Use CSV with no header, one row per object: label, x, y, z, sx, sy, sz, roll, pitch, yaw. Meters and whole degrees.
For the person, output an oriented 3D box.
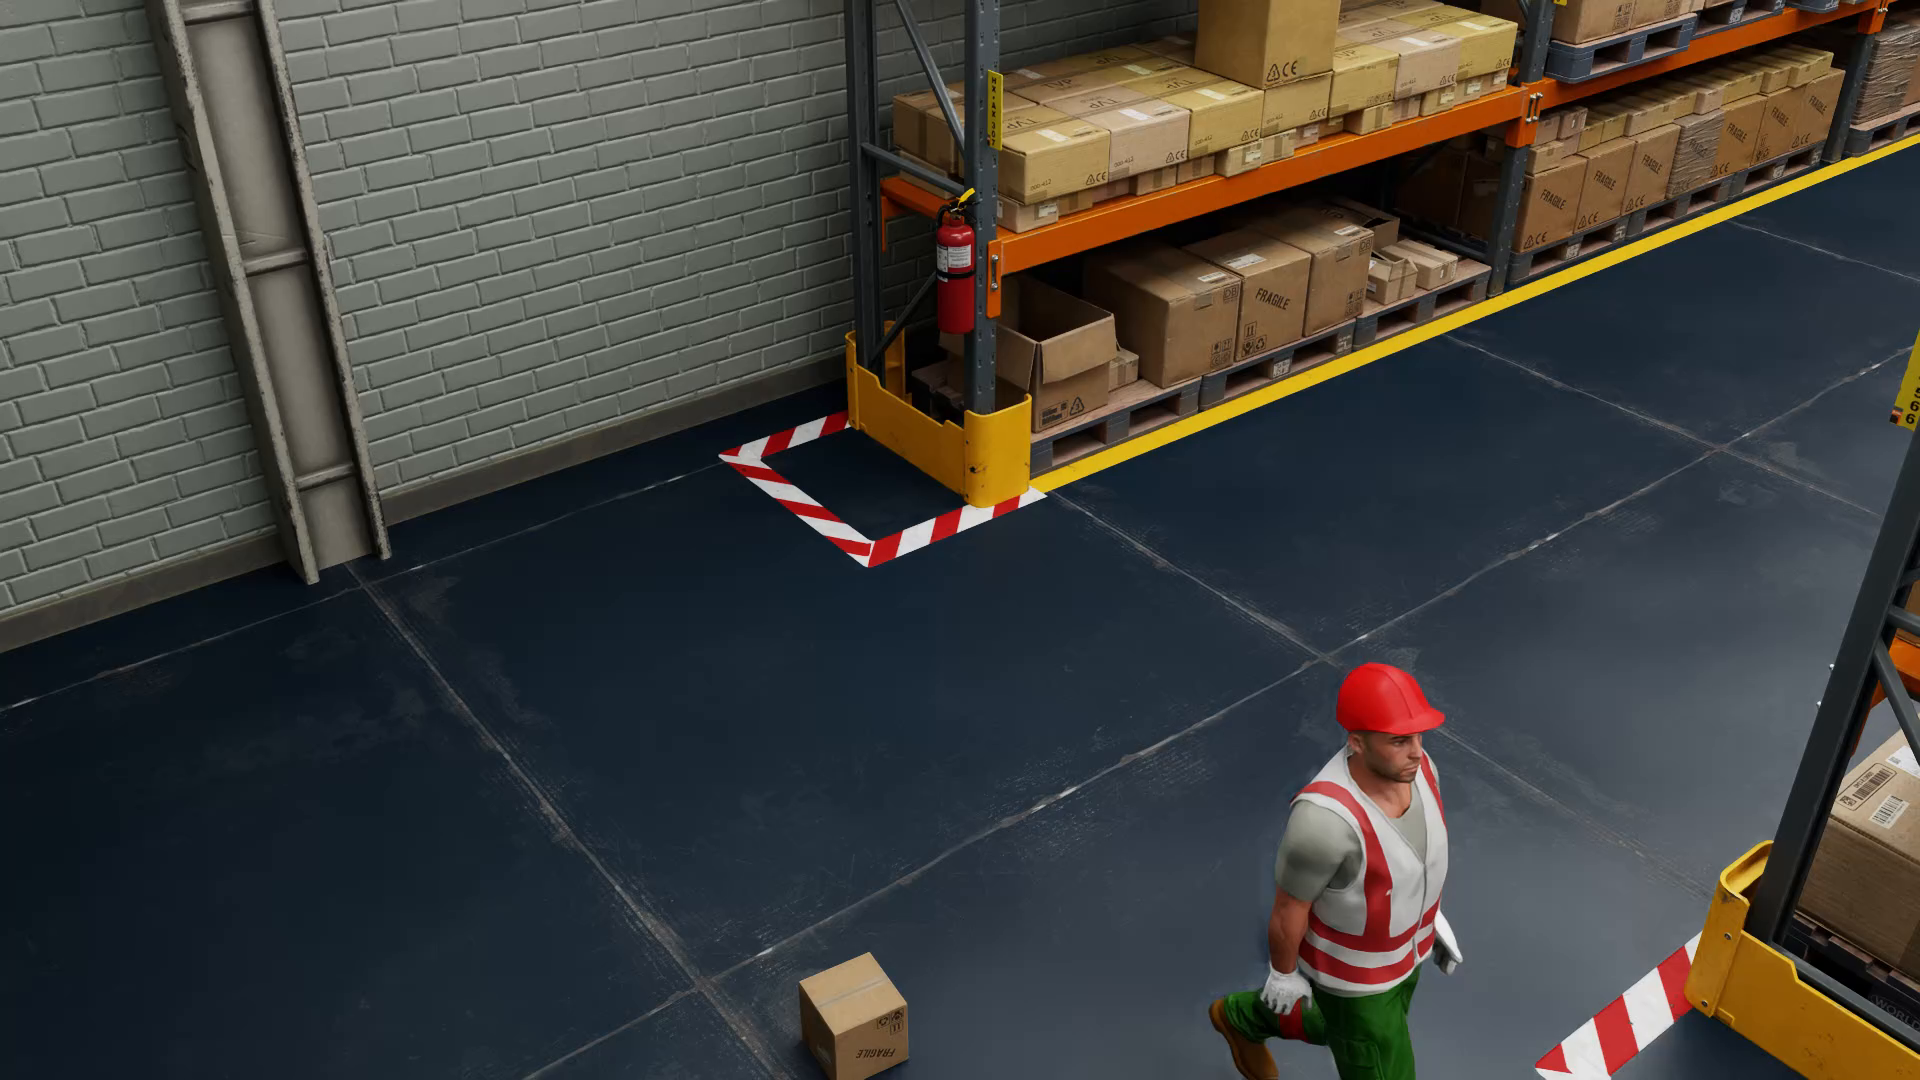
person,1.040,1.062,4.395,0.900,1.760,0.531,25,40,35
